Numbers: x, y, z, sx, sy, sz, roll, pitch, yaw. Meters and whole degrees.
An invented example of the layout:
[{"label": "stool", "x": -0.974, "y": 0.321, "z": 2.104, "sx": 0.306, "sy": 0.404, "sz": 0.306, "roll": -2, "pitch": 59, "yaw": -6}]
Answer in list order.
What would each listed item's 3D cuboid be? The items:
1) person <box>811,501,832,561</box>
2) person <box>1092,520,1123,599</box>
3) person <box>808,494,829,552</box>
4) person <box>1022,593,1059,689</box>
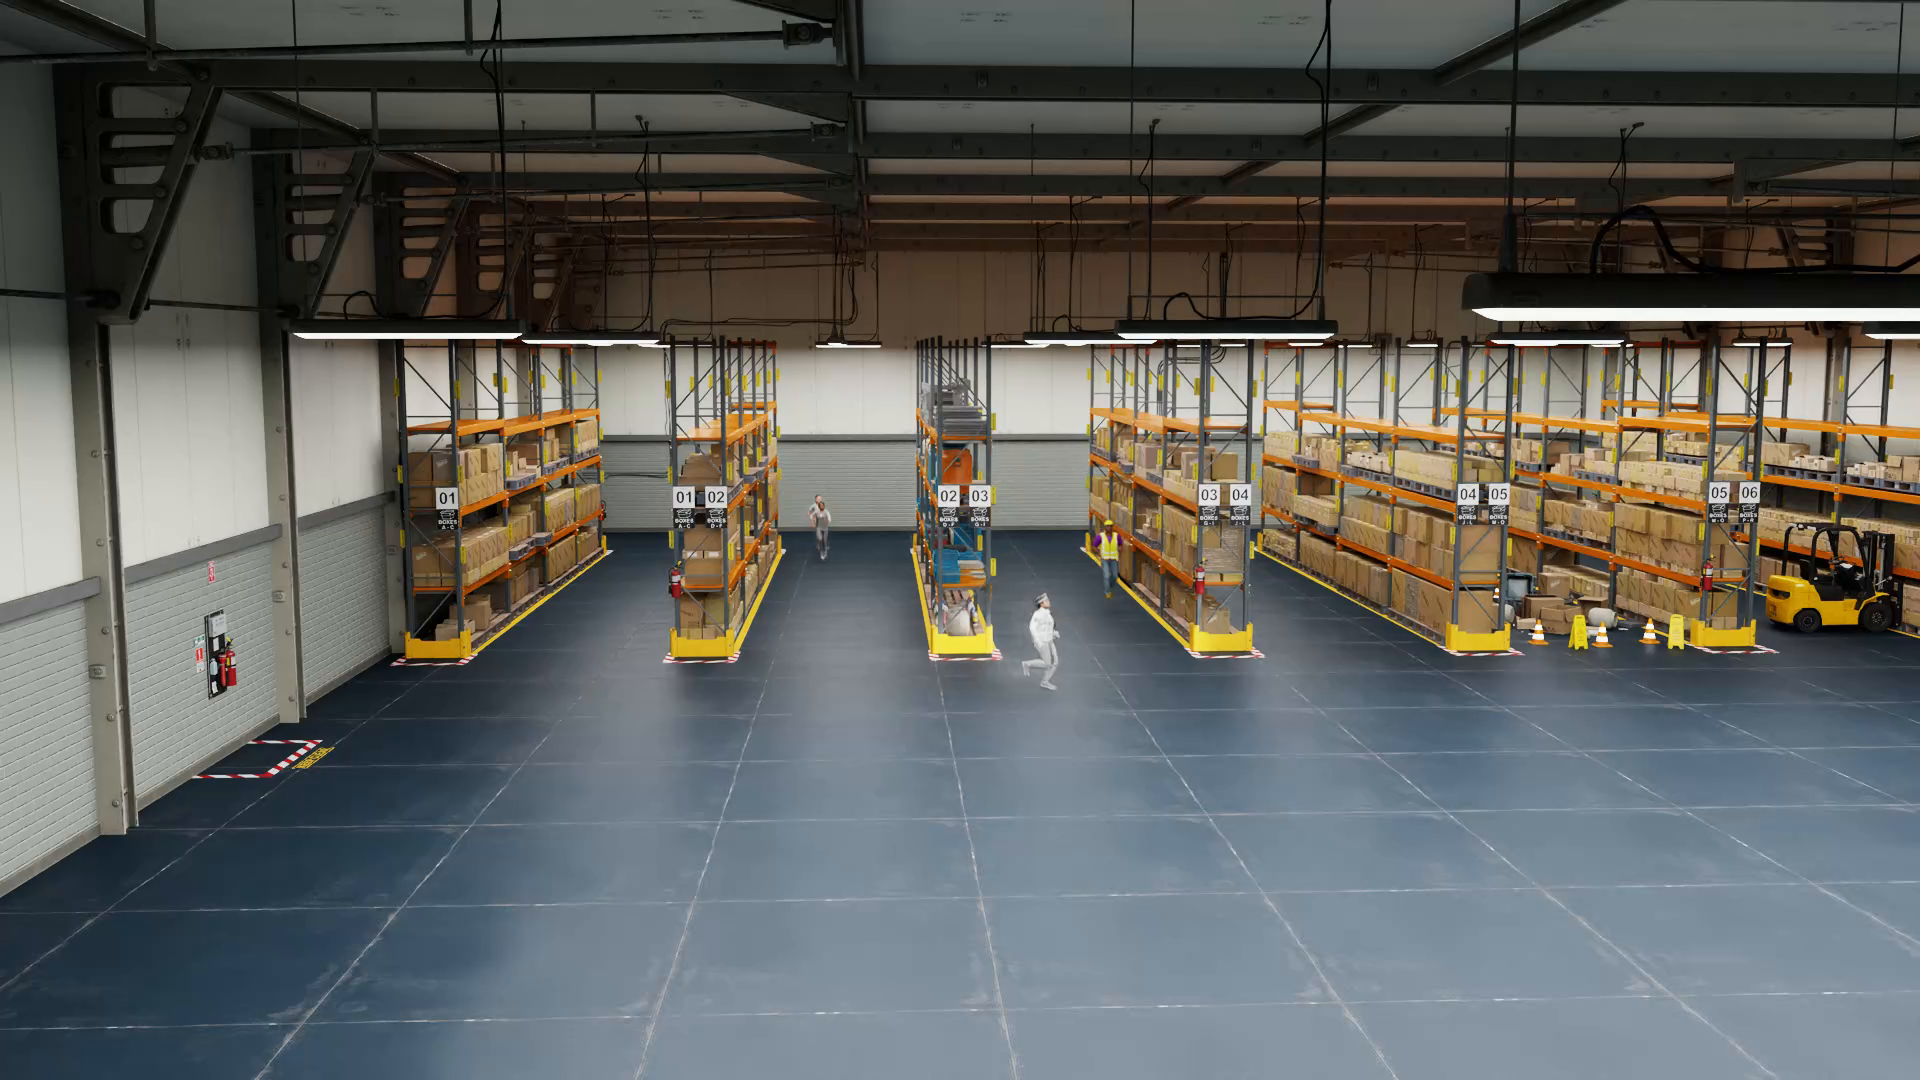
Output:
[{"label": "person", "x": -3.814, "y": -0.254, "z": 45.708, "sx": 0.556, "sy": 1.615, "sz": 0.817, "roll": -1, "pitch": 7, "yaw": -11}, {"label": "person", "x": 3.269, "y": 0.430, "z": 36.534, "sx": 0.696, "sy": 1.732, "sz": 0.558, "roll": -1, "pitch": 7, "yaw": -6}, {"label": "person", "x": -4.003, "y": -0.480, "z": 47.556, "sx": 0.578, "sy": 1.659, "sz": 0.663, "roll": -6, "pitch": 9, "yaw": -40}, {"label": "person", "x": 1.383, "y": 1.706, "z": 28.278, "sx": 0.588, "sy": 1.637, "sz": 0.622, "roll": 3, "pitch": 7, "yaw": 27}]
